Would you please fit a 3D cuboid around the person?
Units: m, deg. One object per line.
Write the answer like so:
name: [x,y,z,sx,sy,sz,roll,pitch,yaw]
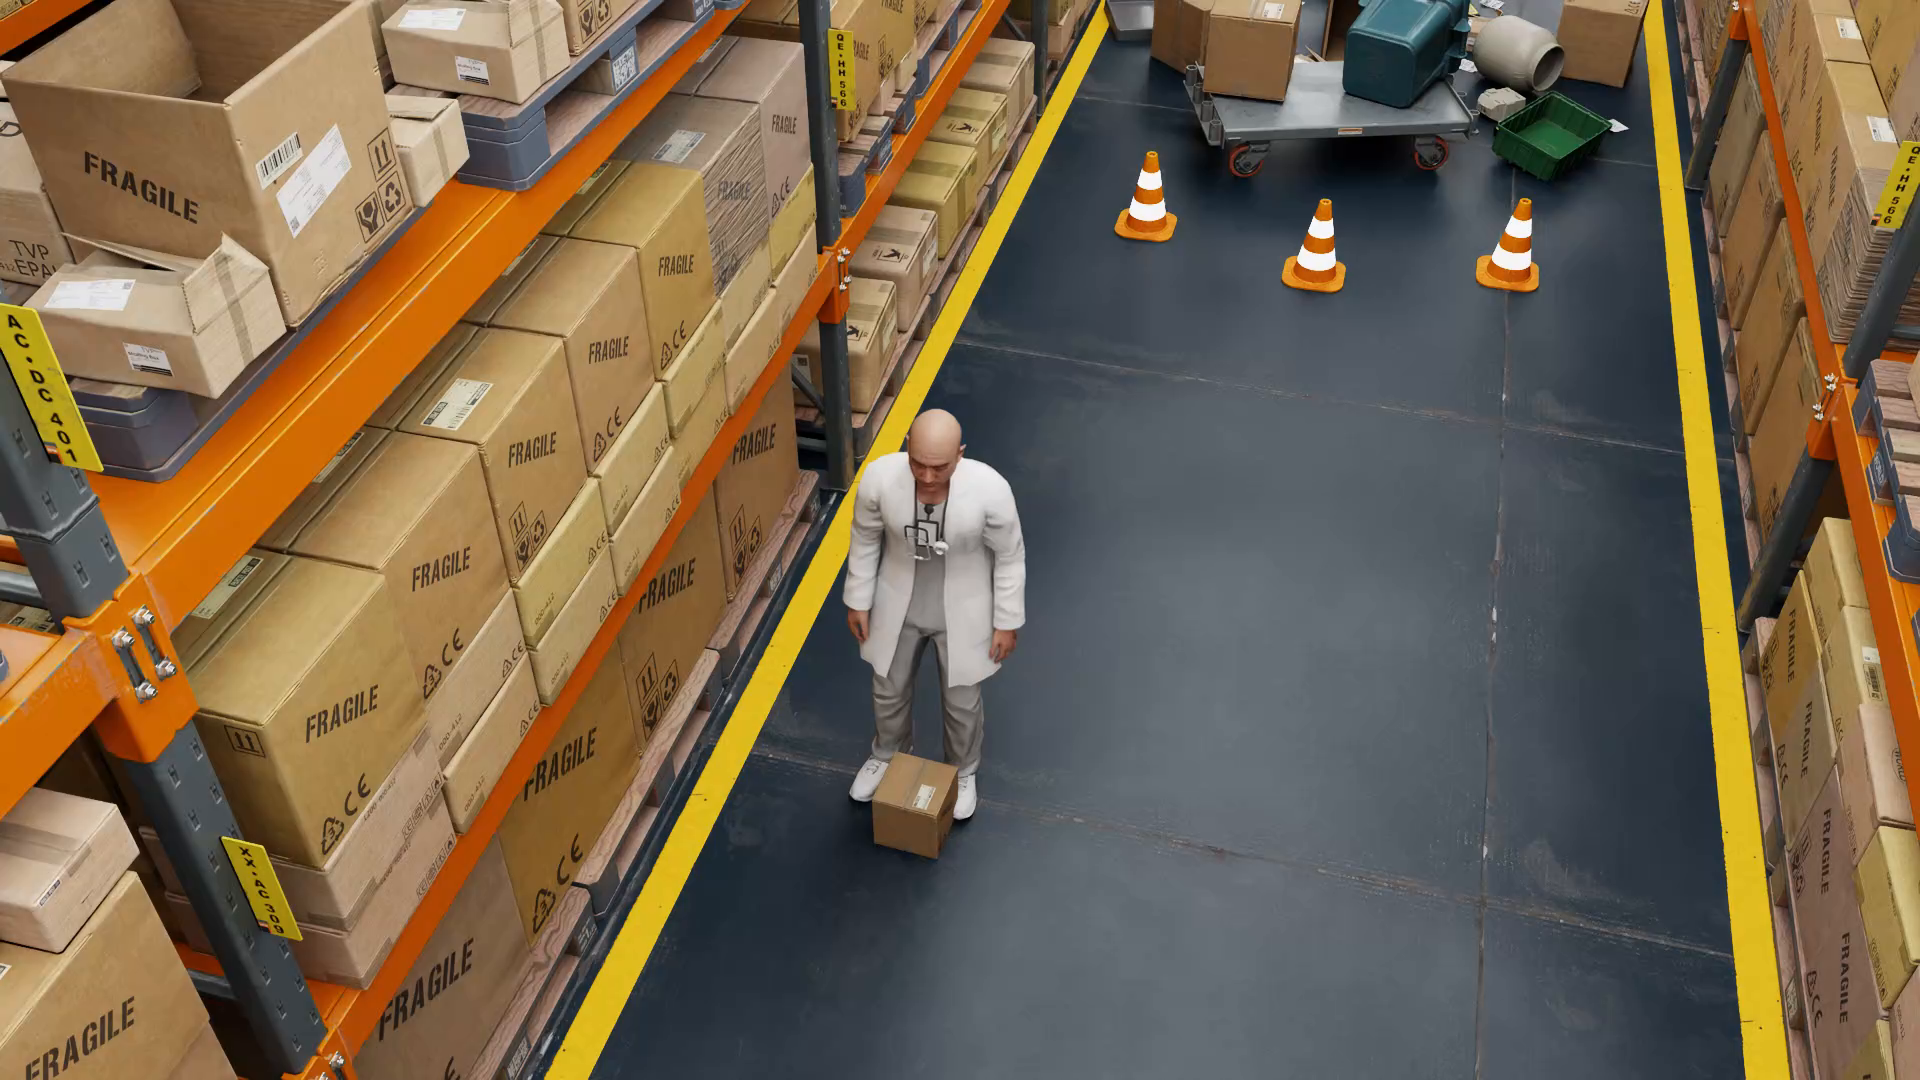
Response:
person: [-0.090,0.251,5.874,0.655,1.775,0.419,8,41,9]
